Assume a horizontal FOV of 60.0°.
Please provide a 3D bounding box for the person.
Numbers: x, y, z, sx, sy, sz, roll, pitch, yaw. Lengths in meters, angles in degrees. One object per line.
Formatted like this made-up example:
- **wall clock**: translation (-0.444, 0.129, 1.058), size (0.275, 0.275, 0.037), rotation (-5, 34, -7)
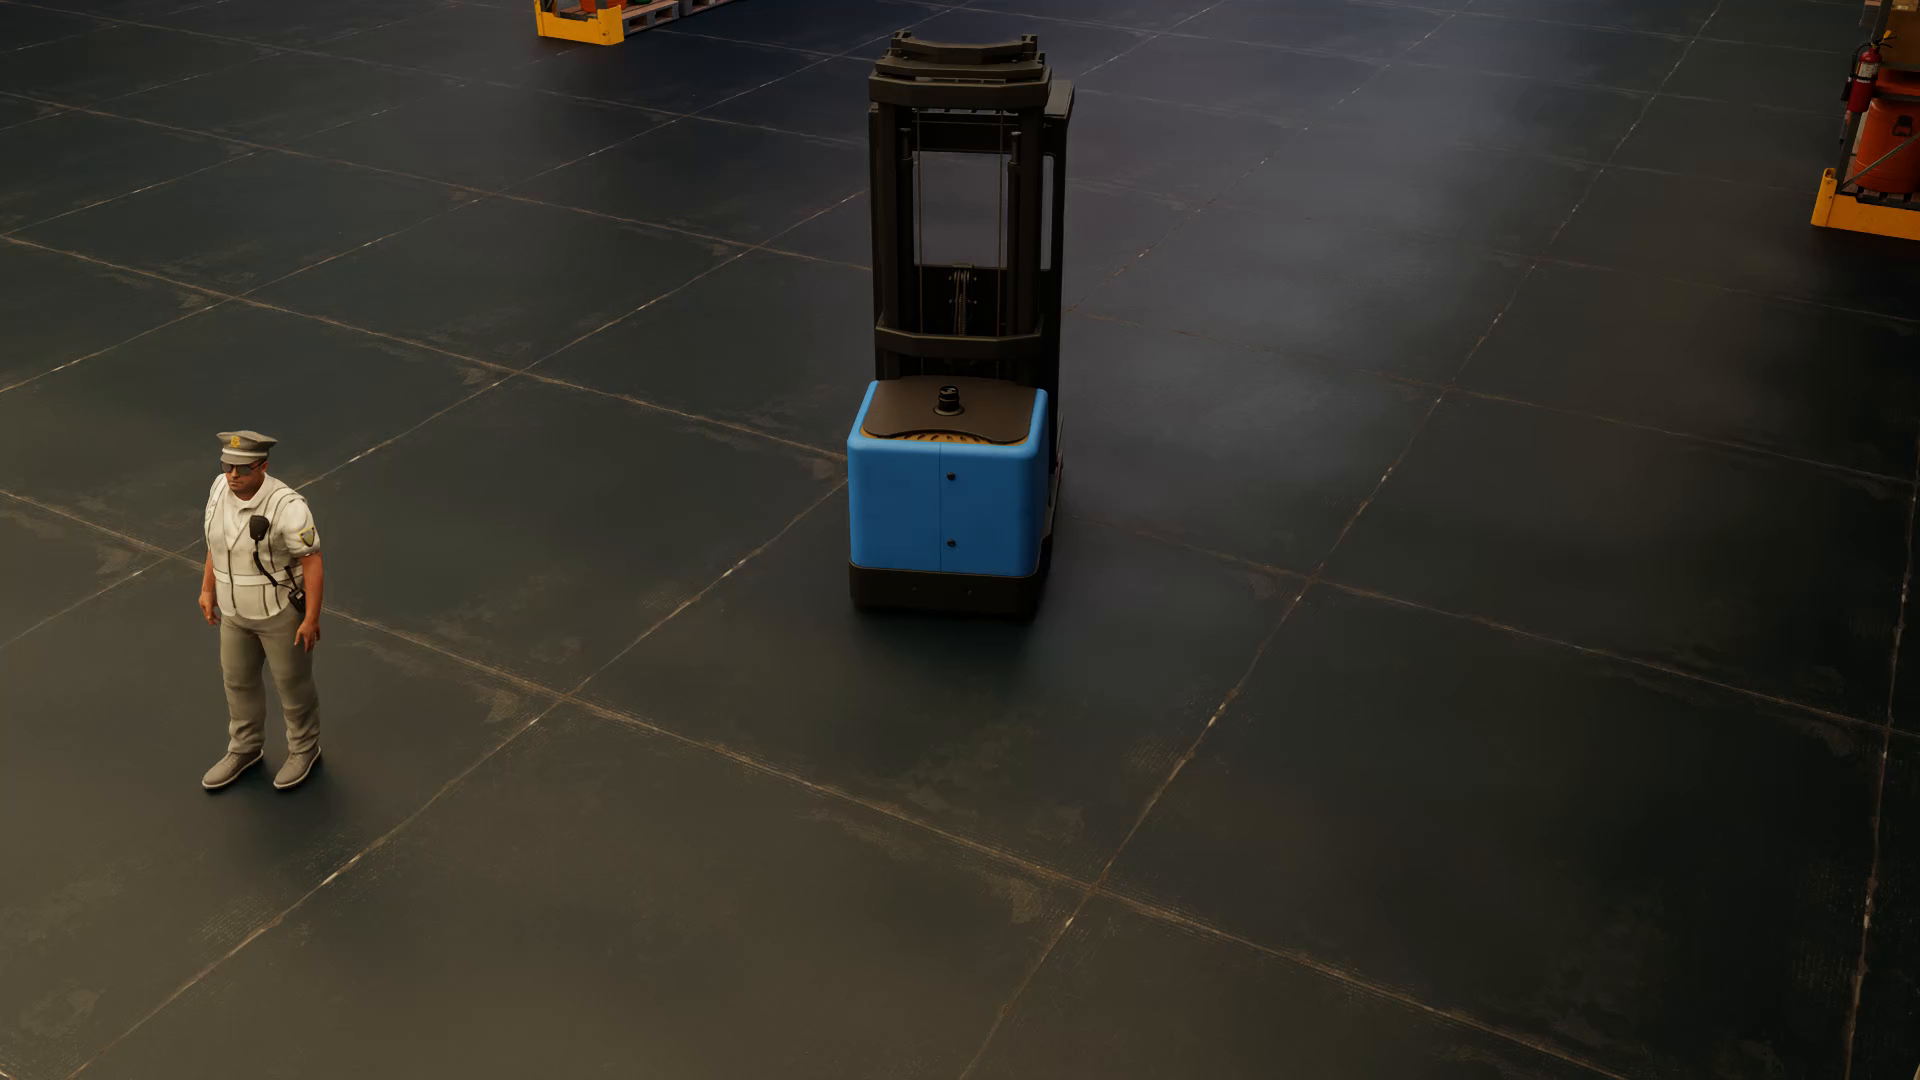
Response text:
- **person**: translation (-3.246, 0.331, 7.632), size (0.640, 1.780, 0.575), rotation (10, 31, 16)

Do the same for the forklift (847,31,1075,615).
- **forklift**: translation (0.072, -1.572, 9.794), size (1.130, 2.935, 3.031), rotation (3, 30, 6)
